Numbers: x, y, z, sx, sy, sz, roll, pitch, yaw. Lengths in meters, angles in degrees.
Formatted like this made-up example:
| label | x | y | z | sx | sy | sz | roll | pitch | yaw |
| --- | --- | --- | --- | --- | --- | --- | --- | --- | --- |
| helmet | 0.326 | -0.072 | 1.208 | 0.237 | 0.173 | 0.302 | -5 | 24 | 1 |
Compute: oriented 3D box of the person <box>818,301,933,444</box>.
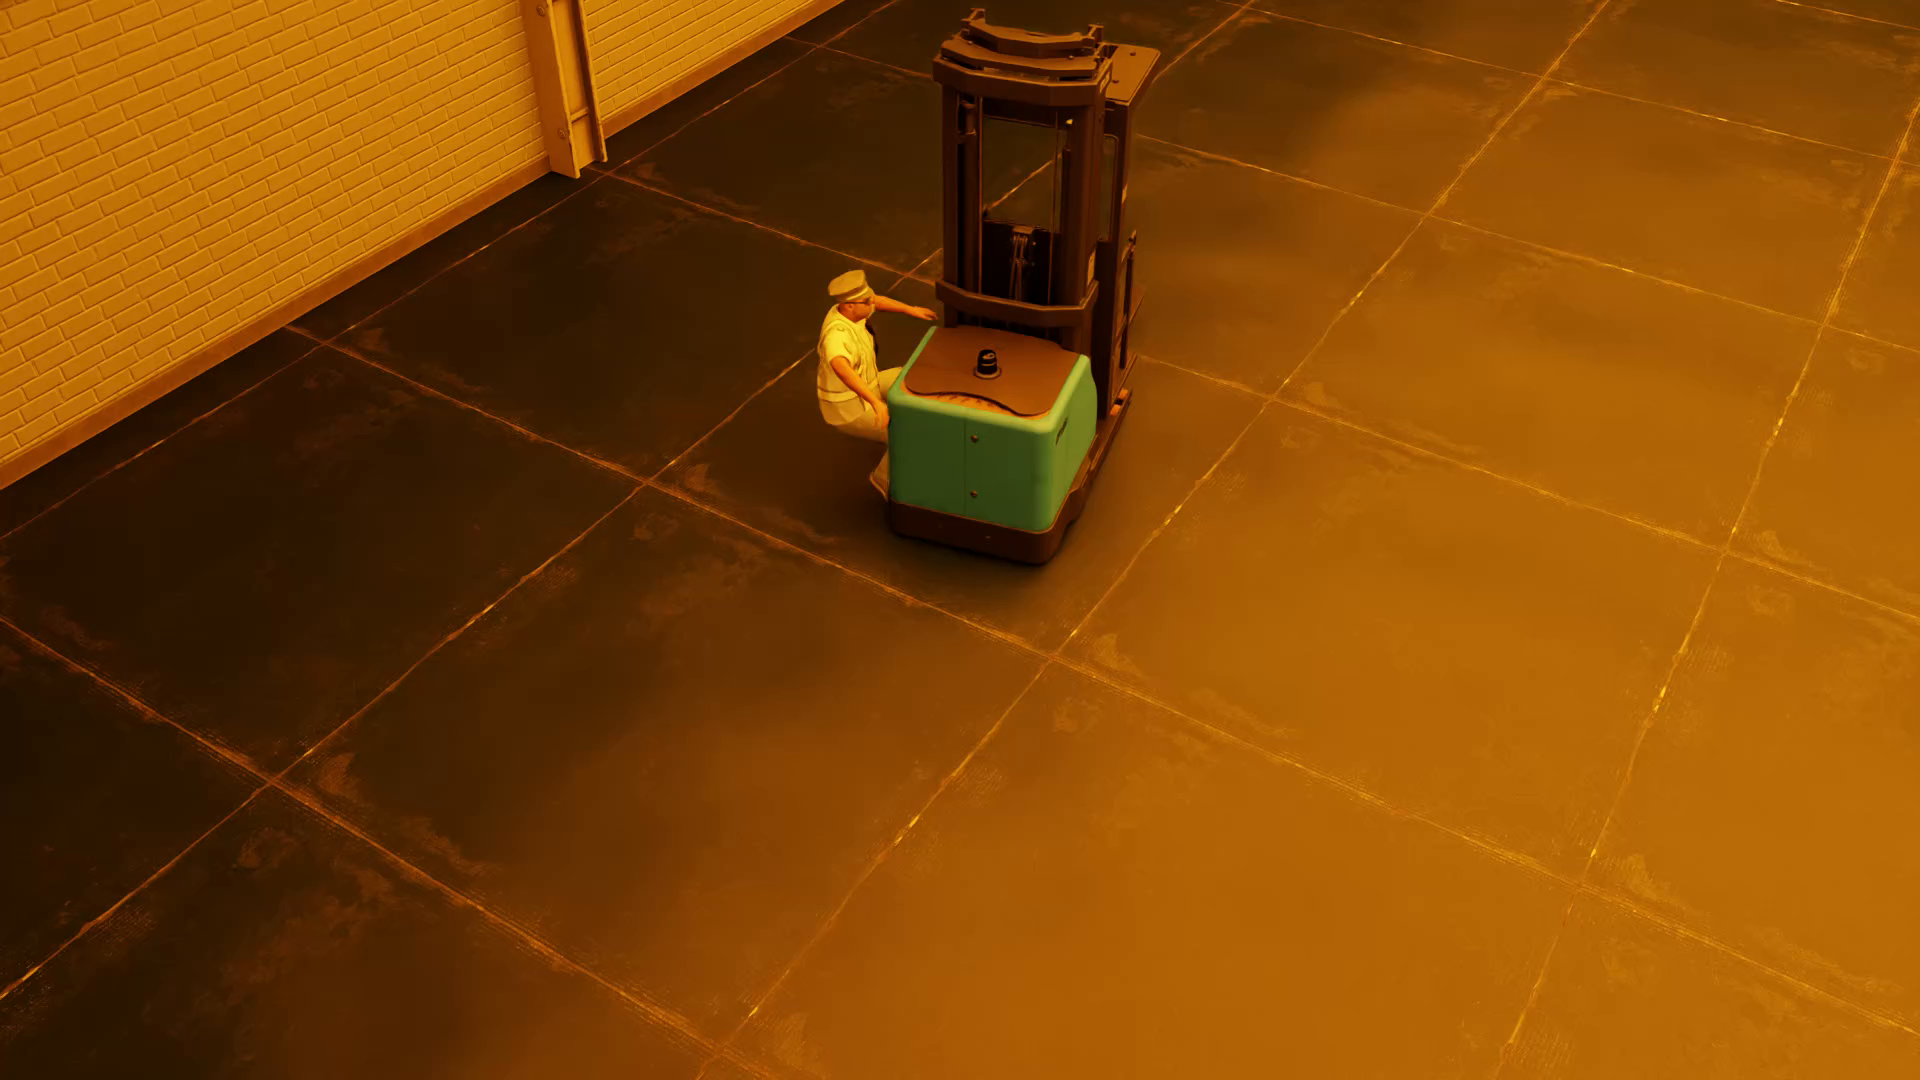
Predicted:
| label | x | y | z | sx | sy | sz | roll | pitch | yaw |
| --- | --- | --- | --- | --- | --- | --- | --- | --- | --- |
| person | -42231.142 | -17314.866 | 20441.217 | 71735.574 | 2.616 | 69690.627 | -8 | 41 | -9 |

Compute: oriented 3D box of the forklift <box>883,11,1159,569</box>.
| label | x | y | z | sx | sy | sz | roll | pitch | yaw |
| --- | --- | --- | --- | --- | --- | --- | --- | --- | --- |
| forklift | 0.511 | -1.907 | 10.217 | 1.130 | 2.935 | 3.031 | 13 | 42 | 15 |
